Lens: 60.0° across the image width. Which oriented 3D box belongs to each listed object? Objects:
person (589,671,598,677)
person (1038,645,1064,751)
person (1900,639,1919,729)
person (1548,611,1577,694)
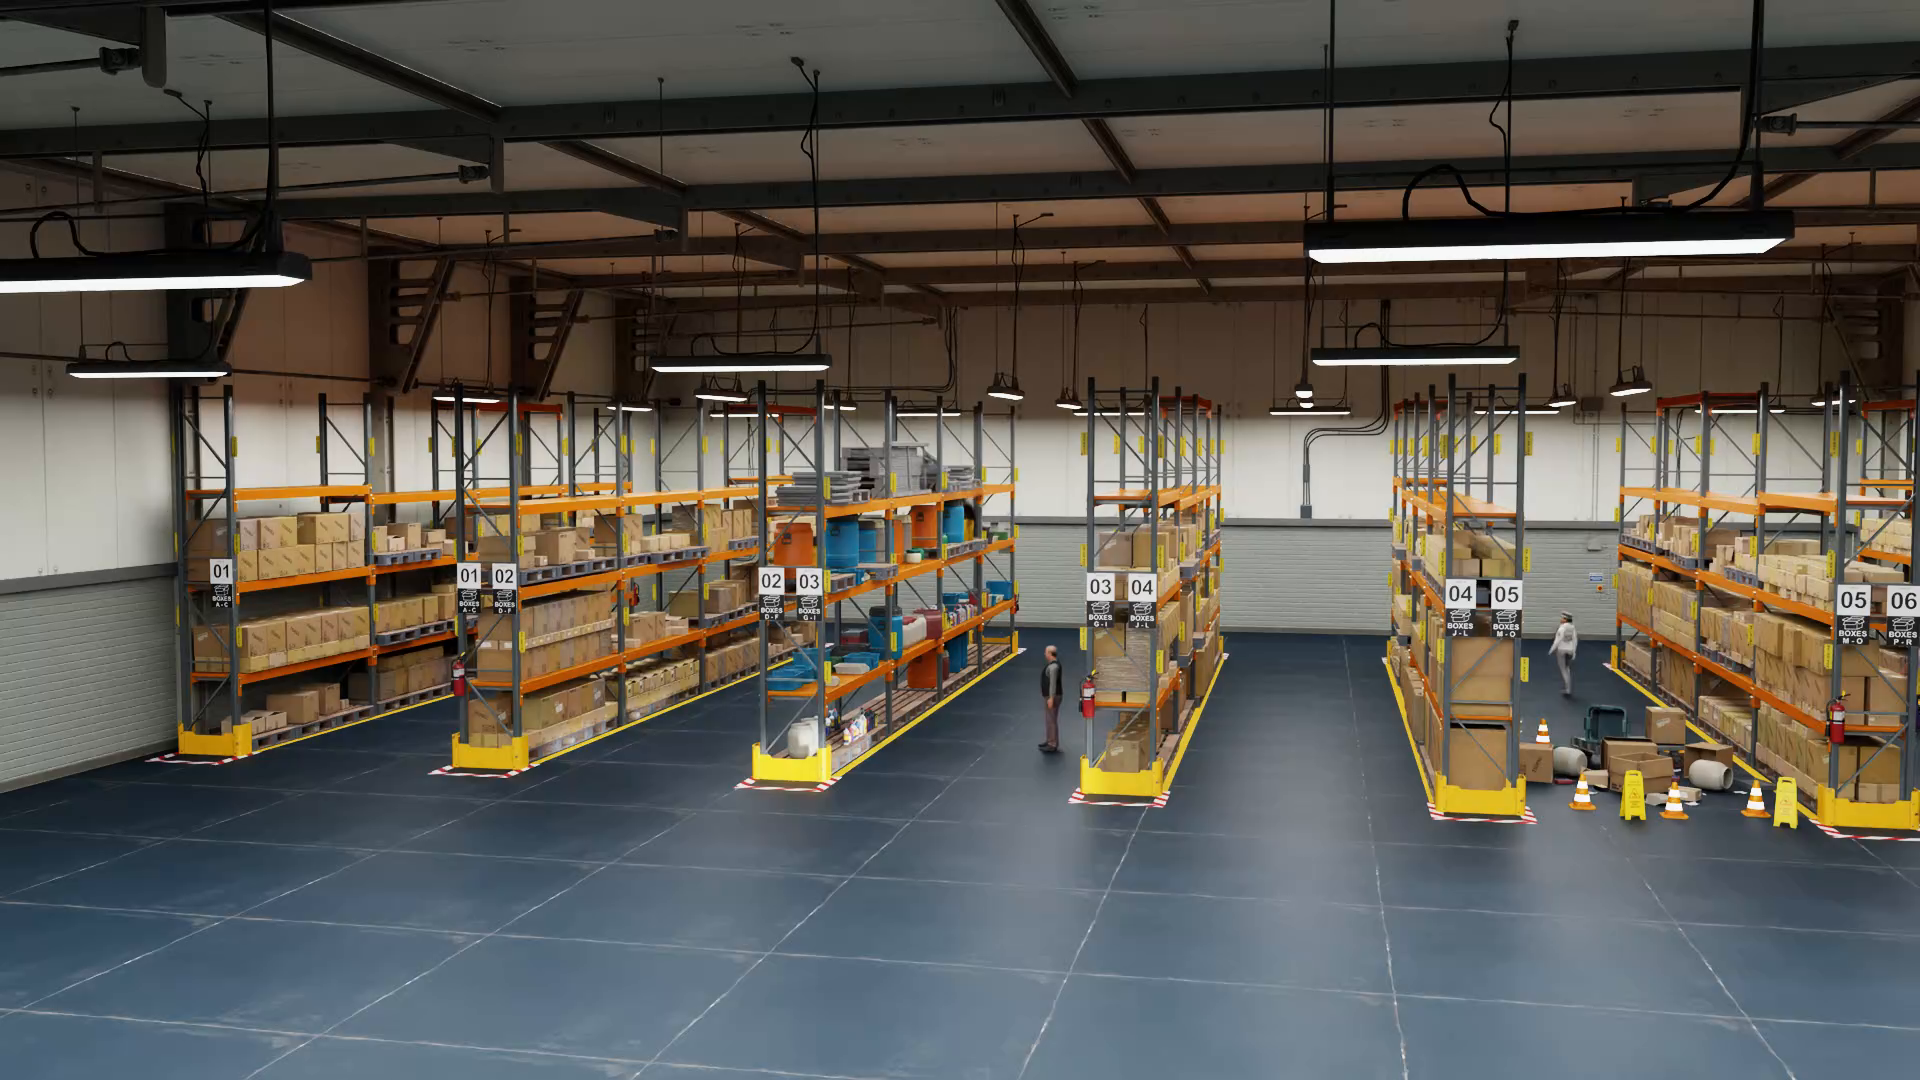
[{"bbox_3d":[-7.491,2.344,33.500,0.485,1.541,0.448,-3,4,-44],"label":"person"},{"bbox_3d":[1.499,2.597,27.438,0.421,1.726,0.572,0,3,6],"label":"person"},{"bbox_3d":[16.836,2.543,29.409,0.553,1.661,0.730,0,3,-4],"label":"person"},{"bbox_3d":[12.201,2.282,33.585,0.560,1.724,0.643,0,3,-5],"label":"person"}]
